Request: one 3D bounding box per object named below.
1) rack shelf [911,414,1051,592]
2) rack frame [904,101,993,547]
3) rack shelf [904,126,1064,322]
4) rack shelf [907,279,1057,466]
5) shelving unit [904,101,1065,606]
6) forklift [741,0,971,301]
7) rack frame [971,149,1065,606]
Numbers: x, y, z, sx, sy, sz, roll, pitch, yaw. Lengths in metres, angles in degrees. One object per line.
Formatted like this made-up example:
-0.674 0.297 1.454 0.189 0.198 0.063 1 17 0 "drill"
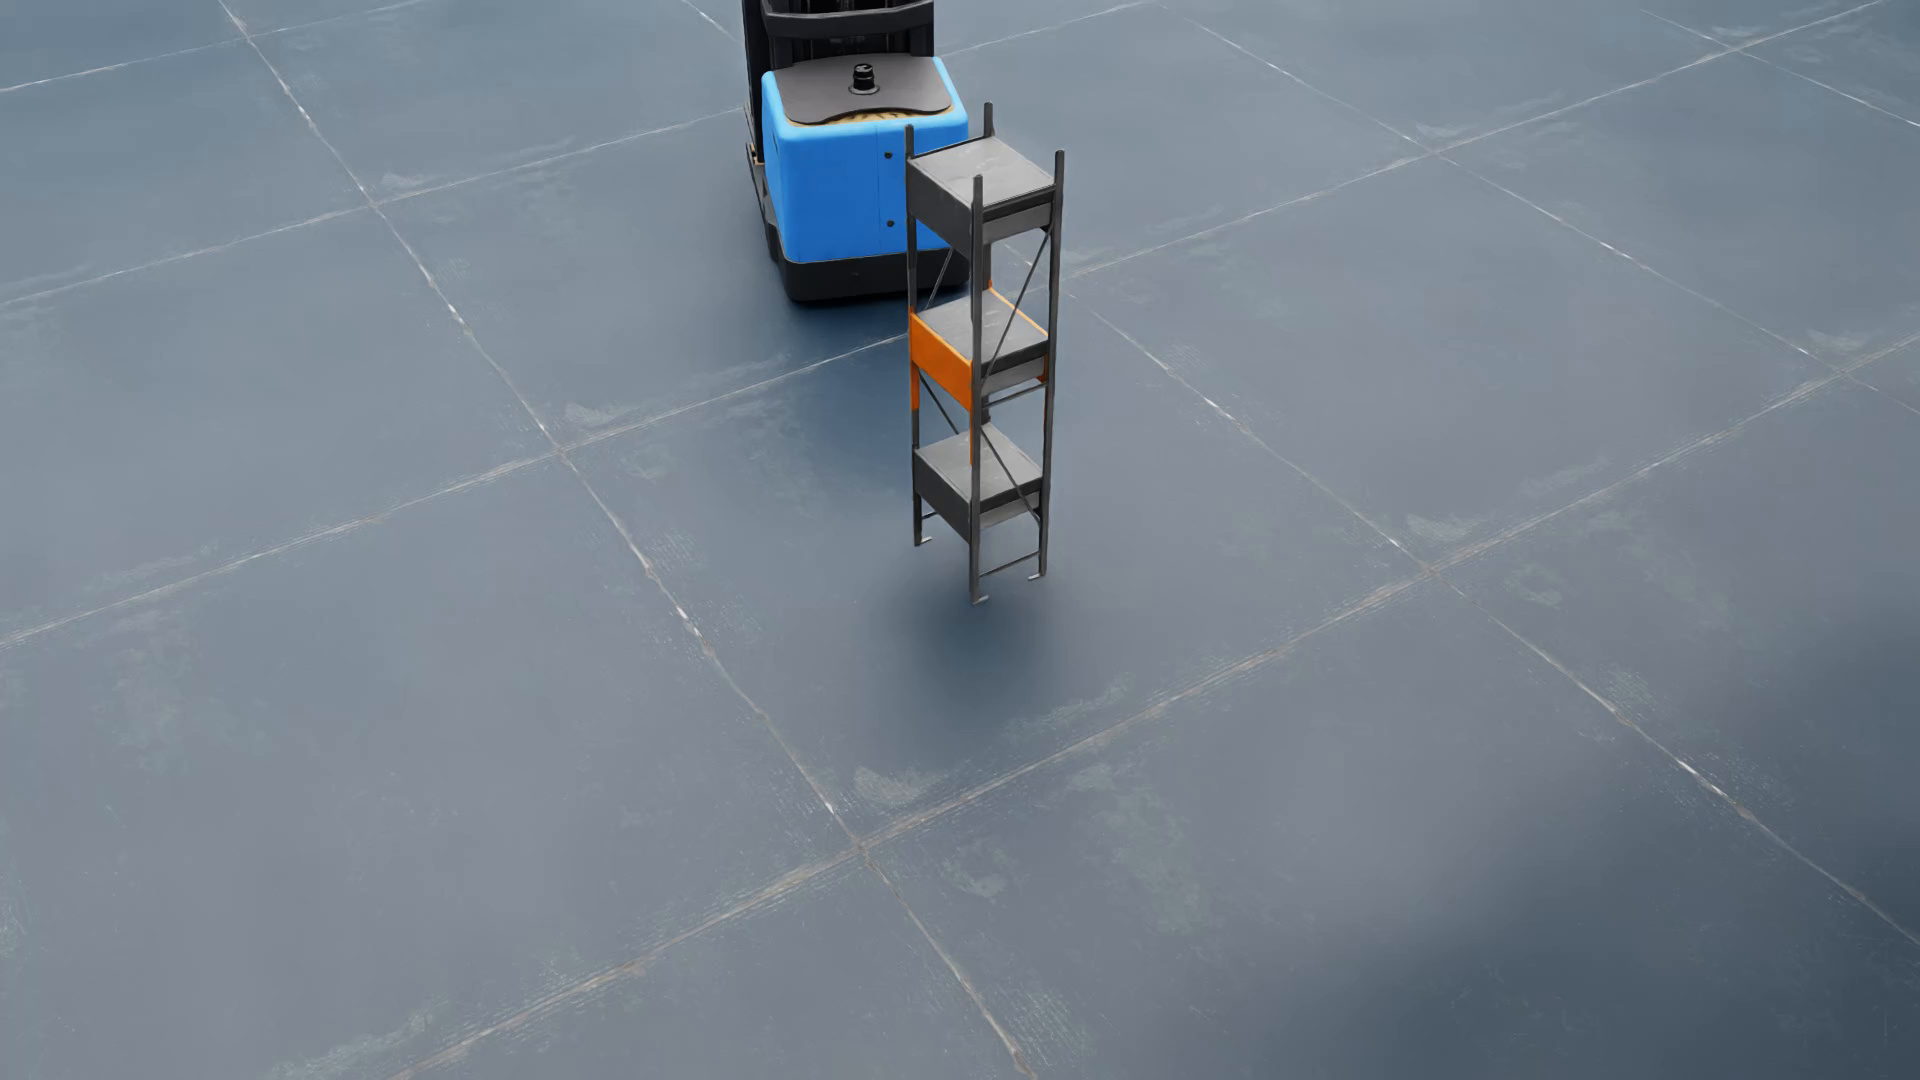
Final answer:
0.089 -0.169 7.427 0.431 0.518 0.480 -22 45 -24 "rack shelf"
-0.042 -0.849 7.129 0.400 2.100 0.015 -22 45 -24 "rack frame"
0.089 -1.245 6.531 0.431 0.518 0.480 -22 45 -24 "rack shelf"
0.089 -0.707 6.979 0.431 0.518 0.480 -22 45 -24 "rack shelf"
0.089 -0.717 6.971 0.431 2.100 0.503 -22 45 -24 "shelving unit"
-0.744 -3.401 9.542 1.130 2.935 3.031 -8 40 -9 "forklift"
0.220 -0.586 6.813 0.400 2.100 0.015 -22 45 -24 "rack frame"
